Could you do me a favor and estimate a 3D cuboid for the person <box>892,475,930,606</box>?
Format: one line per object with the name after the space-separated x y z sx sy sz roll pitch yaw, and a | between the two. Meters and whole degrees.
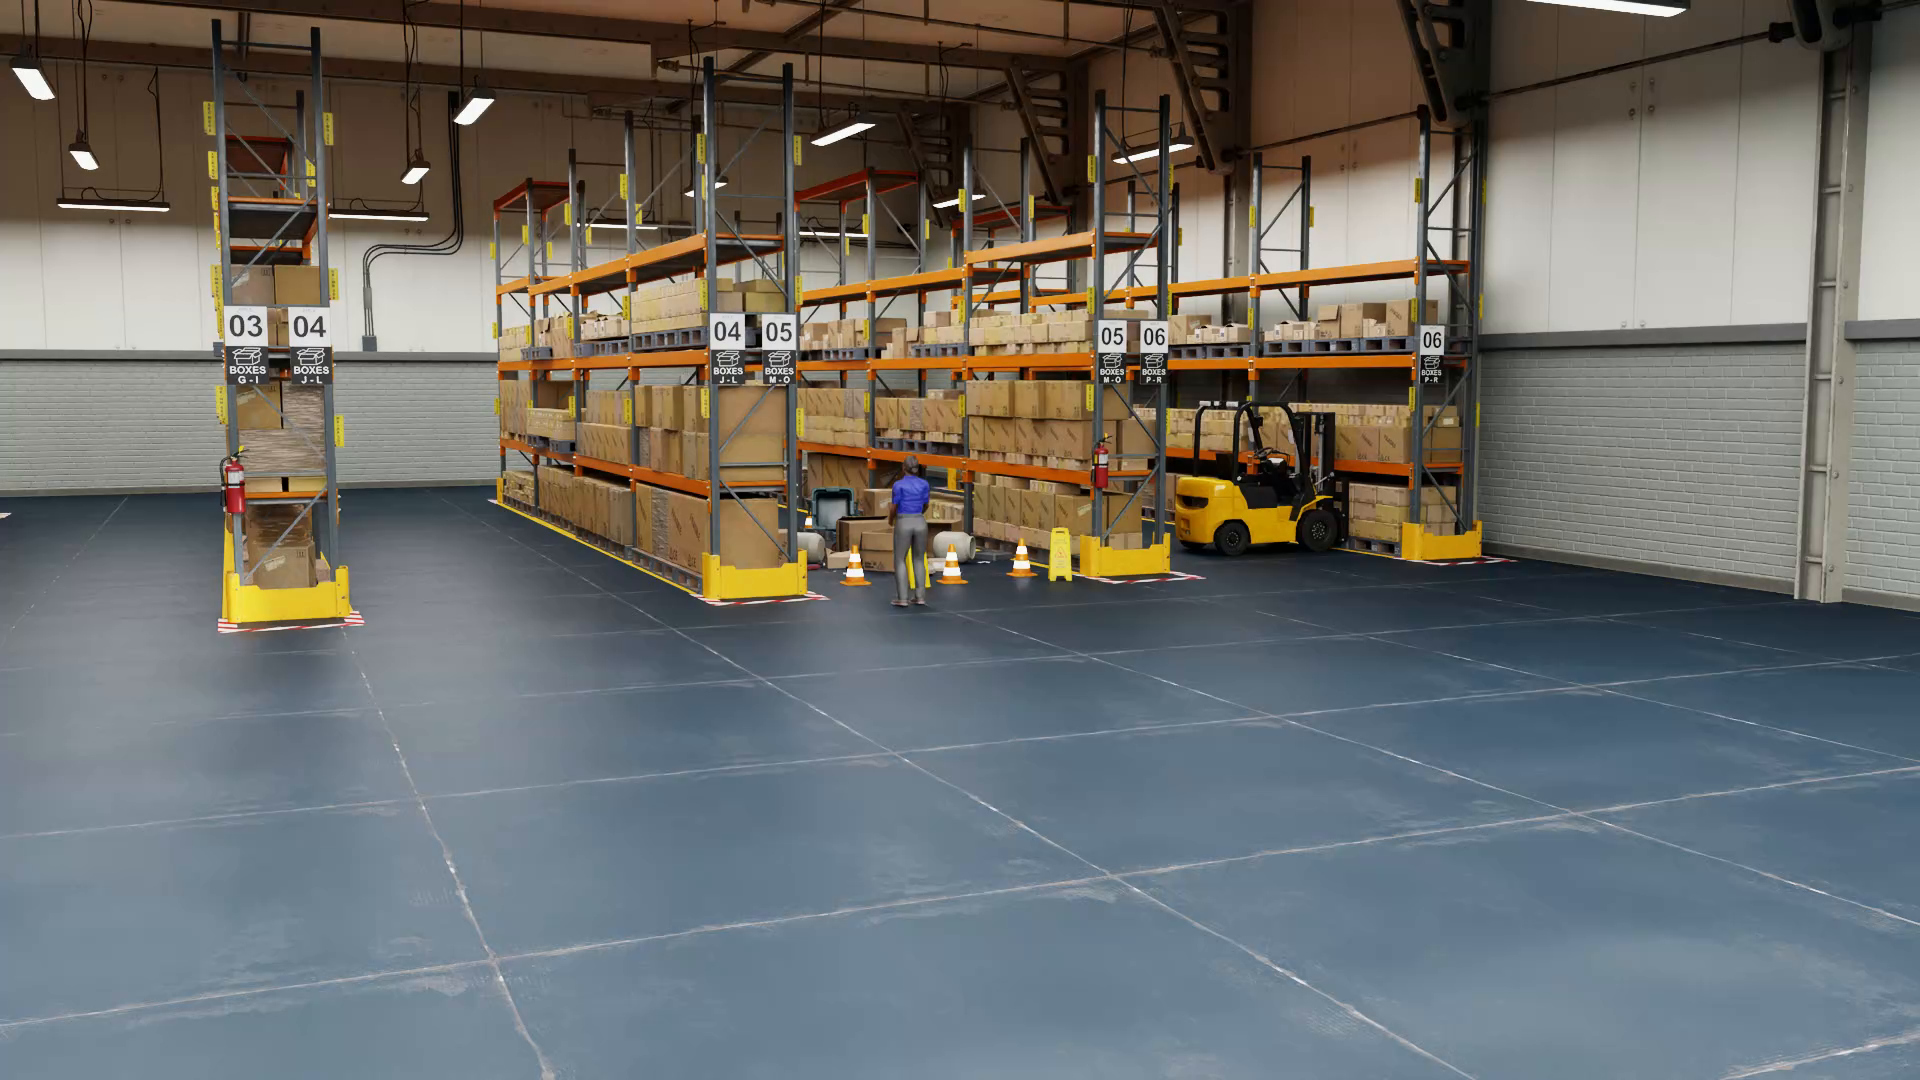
-0.558 -0.001 18.197 0.439 1.436 0.394 -2 6 -23 | person
